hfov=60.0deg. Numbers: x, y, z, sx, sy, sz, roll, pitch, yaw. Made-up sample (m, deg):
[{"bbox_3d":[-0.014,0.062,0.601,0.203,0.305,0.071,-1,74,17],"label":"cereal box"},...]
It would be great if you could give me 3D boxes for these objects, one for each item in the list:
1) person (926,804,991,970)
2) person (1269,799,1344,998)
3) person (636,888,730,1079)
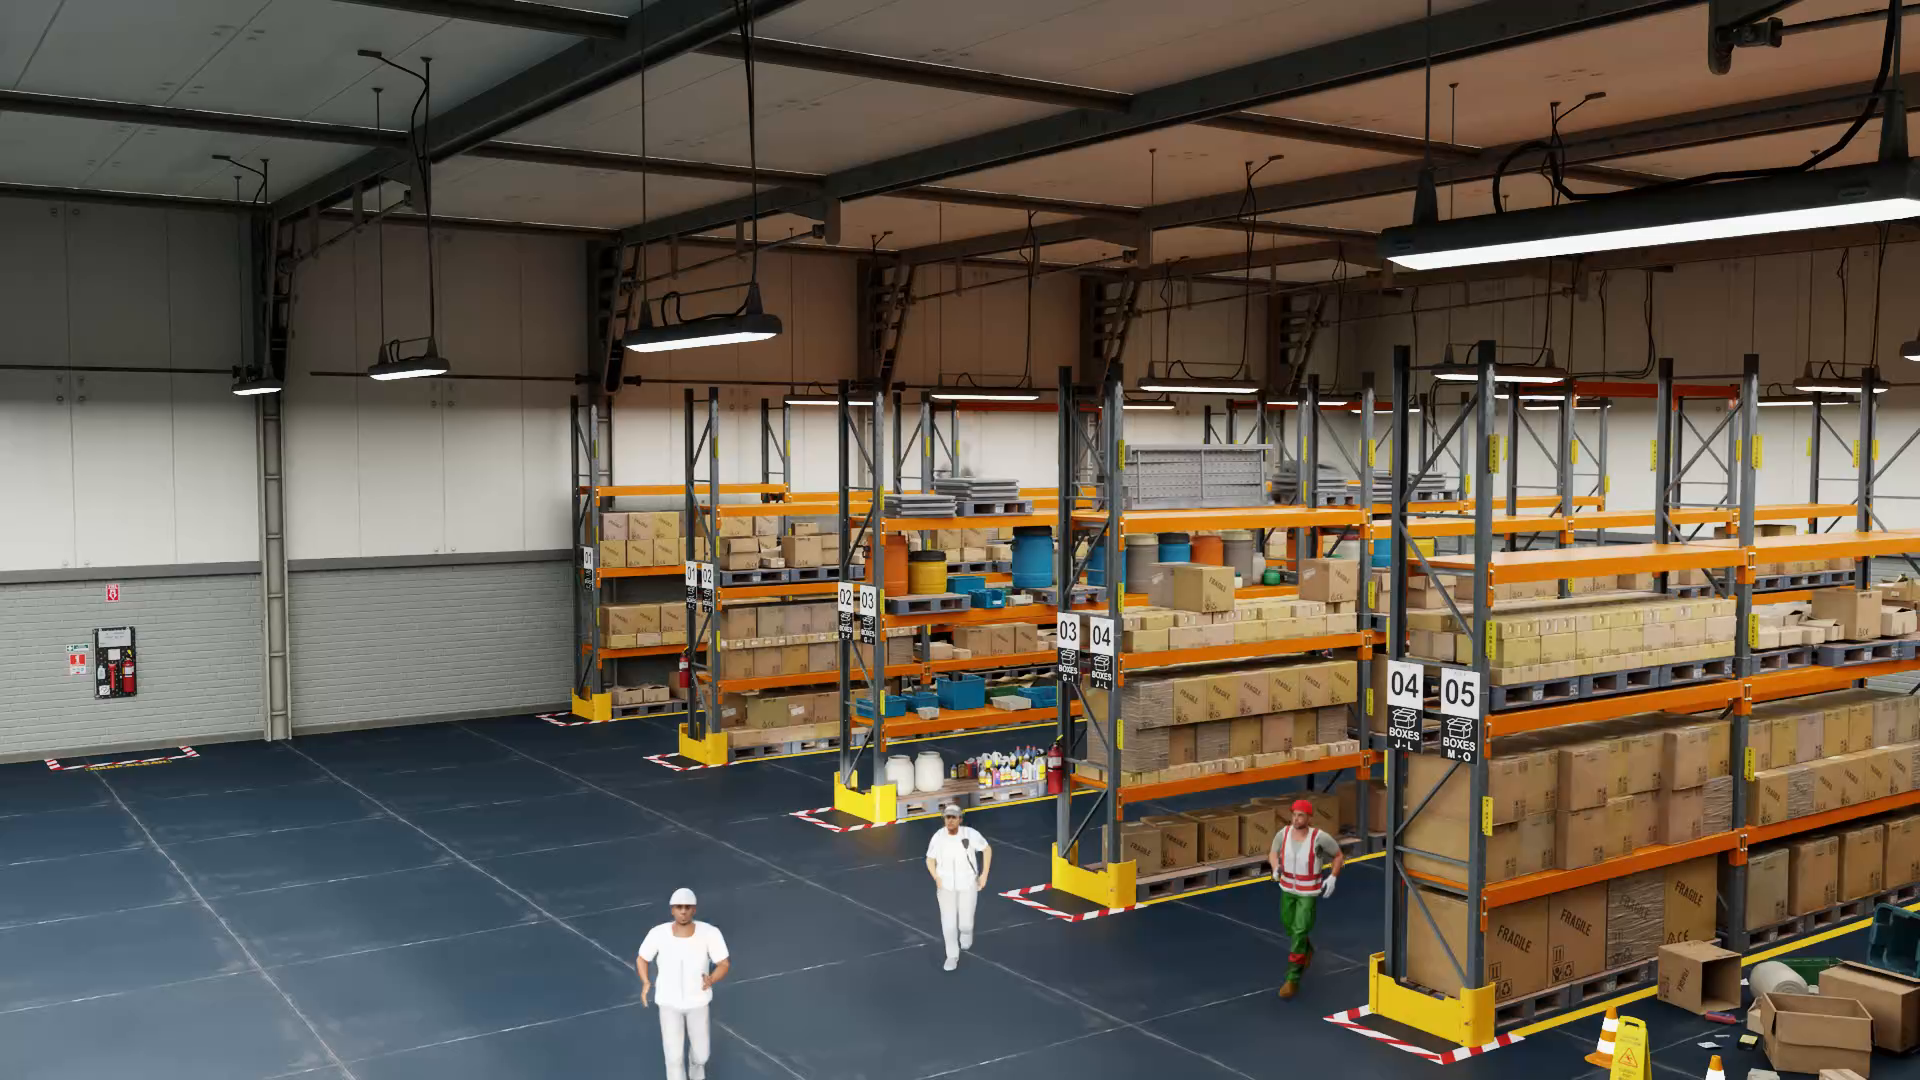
[{"bbox_3d":[-0.023,3.385,16.245,0.627,1.631,0.615,0,3,8],"label":"person"},{"bbox_3d":[3.227,3.321,15.668,0.687,1.794,0.893,2,4,36],"label":"person"},{"bbox_3d":[-2.118,3.529,12.739,0.714,1.739,0.846,-1,3,-9],"label":"person"}]
